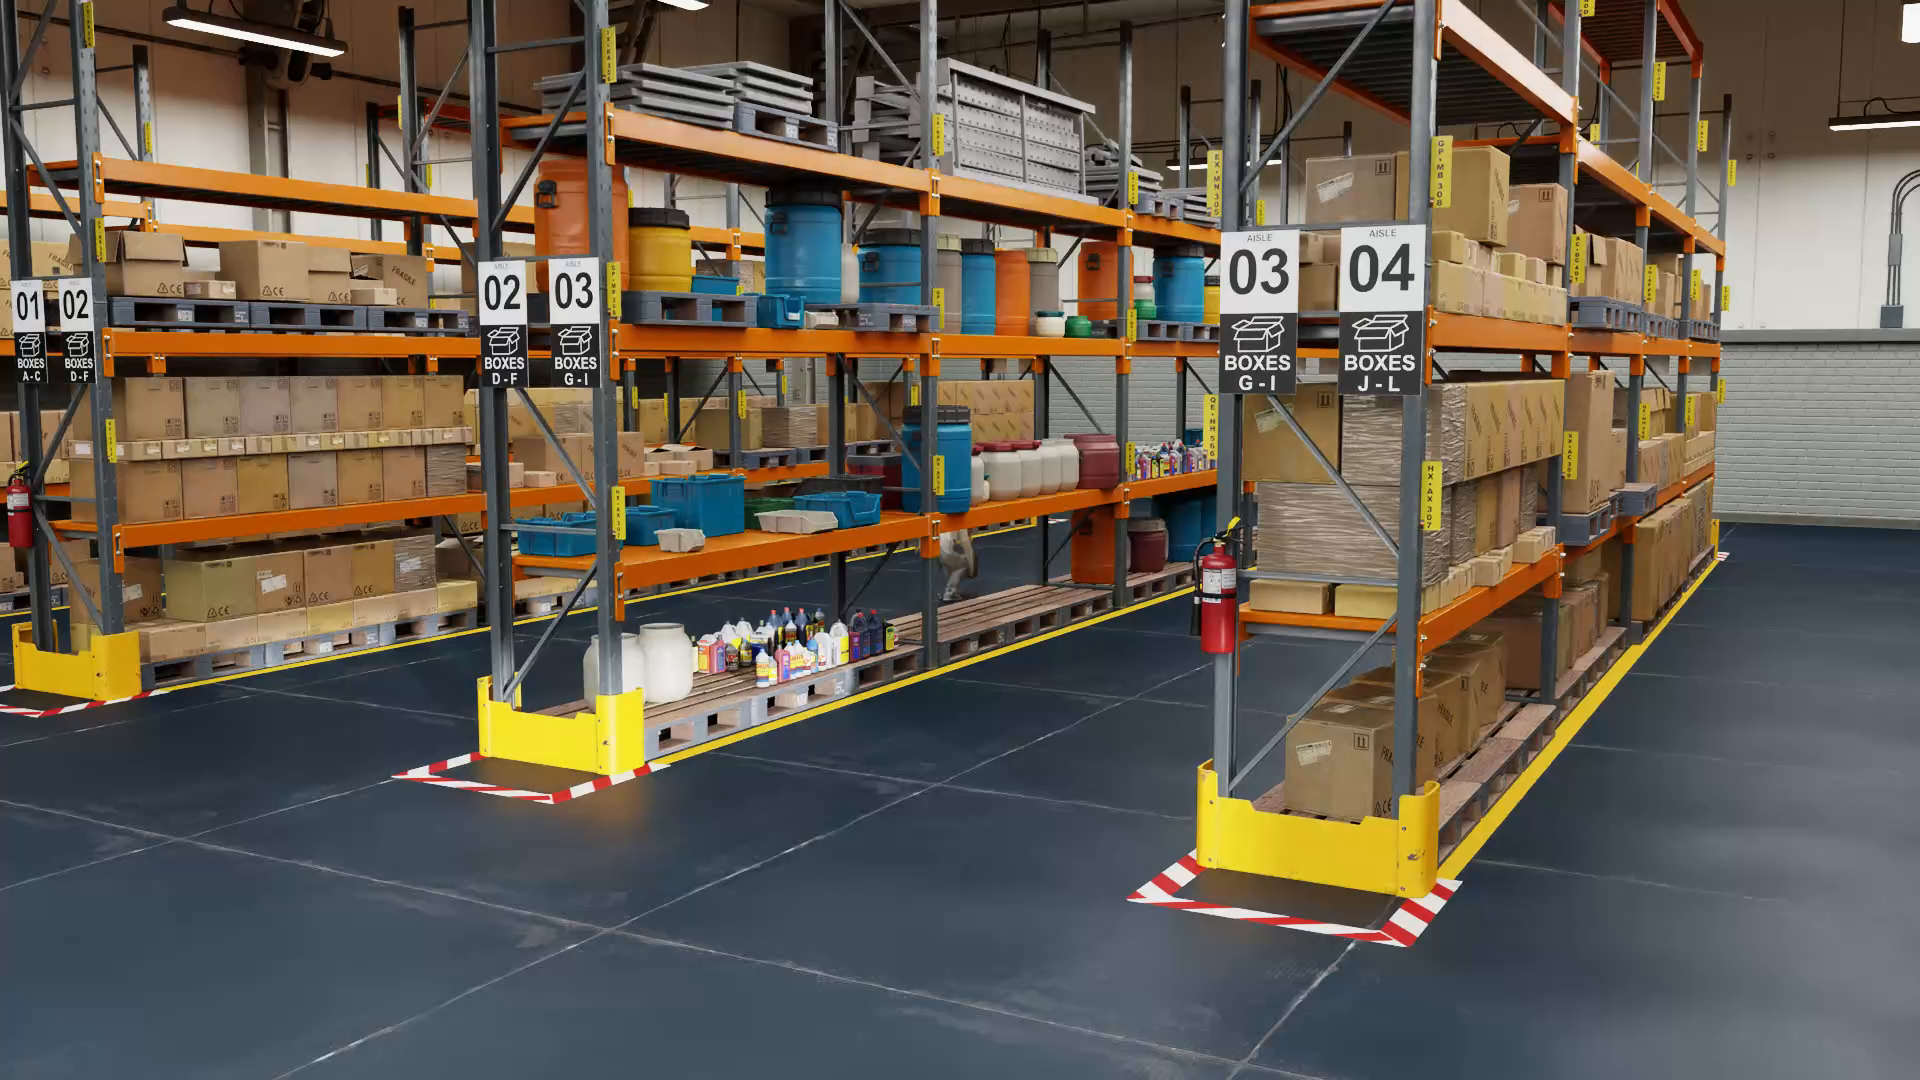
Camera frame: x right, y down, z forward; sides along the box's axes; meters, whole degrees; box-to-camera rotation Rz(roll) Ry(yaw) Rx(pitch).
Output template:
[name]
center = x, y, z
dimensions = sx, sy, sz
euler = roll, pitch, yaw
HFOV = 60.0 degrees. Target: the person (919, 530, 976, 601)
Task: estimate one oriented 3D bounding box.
[person]
center = -0.146, 0.171, 18.150
dimensions = 0.508, 0.961, 0.822
euler = 3, 7, 29
